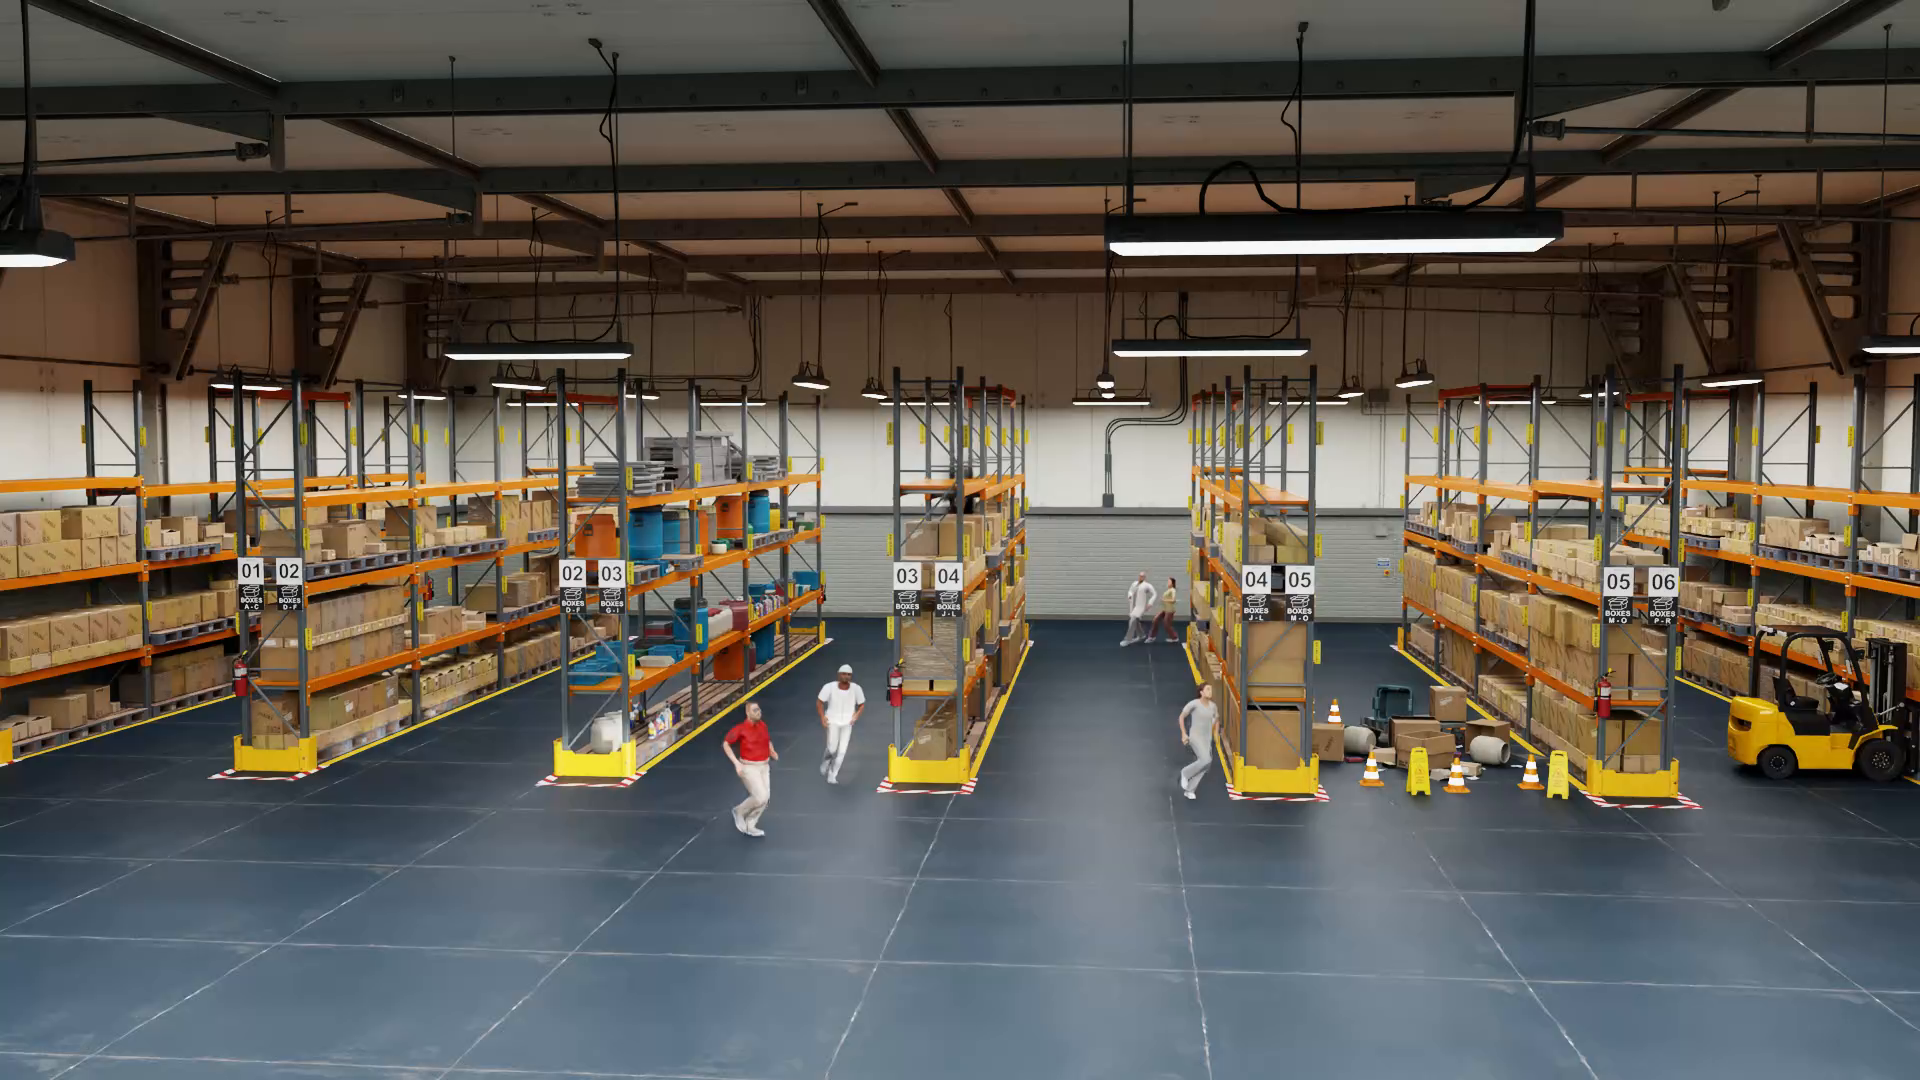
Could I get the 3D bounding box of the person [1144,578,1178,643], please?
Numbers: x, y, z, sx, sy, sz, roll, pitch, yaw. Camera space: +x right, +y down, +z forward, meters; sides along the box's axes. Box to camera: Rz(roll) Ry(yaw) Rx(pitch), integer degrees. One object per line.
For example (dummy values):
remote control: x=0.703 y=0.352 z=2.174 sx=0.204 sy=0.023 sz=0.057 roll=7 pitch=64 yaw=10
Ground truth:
person: x=4.953 y=1.711 z=40.256 sx=0.823 sy=1.615 sz=0.666 roll=-1 pitch=4 yaw=-15

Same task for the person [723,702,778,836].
person: x=-2.536 y=2.867 z=20.763 sx=0.590 sy=1.677 sz=0.664 roll=3 pitch=4 yaw=37

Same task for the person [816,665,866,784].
person: x=-1.721 y=2.659 z=24.188 sx=0.712 sy=1.721 sz=0.563 roll=-1 pitch=4 yaw=-14

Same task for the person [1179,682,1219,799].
person: x=3.382 y=2.768 z=23.032 sx=0.597 sy=1.597 sz=0.513 roll=-2 pitch=4 yaw=-29

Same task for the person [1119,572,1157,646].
person: x=4.265 y=1.641 z=39.815 sx=0.947 sy=1.763 sz=0.760 roll=-3 pitch=5 yaw=-40
